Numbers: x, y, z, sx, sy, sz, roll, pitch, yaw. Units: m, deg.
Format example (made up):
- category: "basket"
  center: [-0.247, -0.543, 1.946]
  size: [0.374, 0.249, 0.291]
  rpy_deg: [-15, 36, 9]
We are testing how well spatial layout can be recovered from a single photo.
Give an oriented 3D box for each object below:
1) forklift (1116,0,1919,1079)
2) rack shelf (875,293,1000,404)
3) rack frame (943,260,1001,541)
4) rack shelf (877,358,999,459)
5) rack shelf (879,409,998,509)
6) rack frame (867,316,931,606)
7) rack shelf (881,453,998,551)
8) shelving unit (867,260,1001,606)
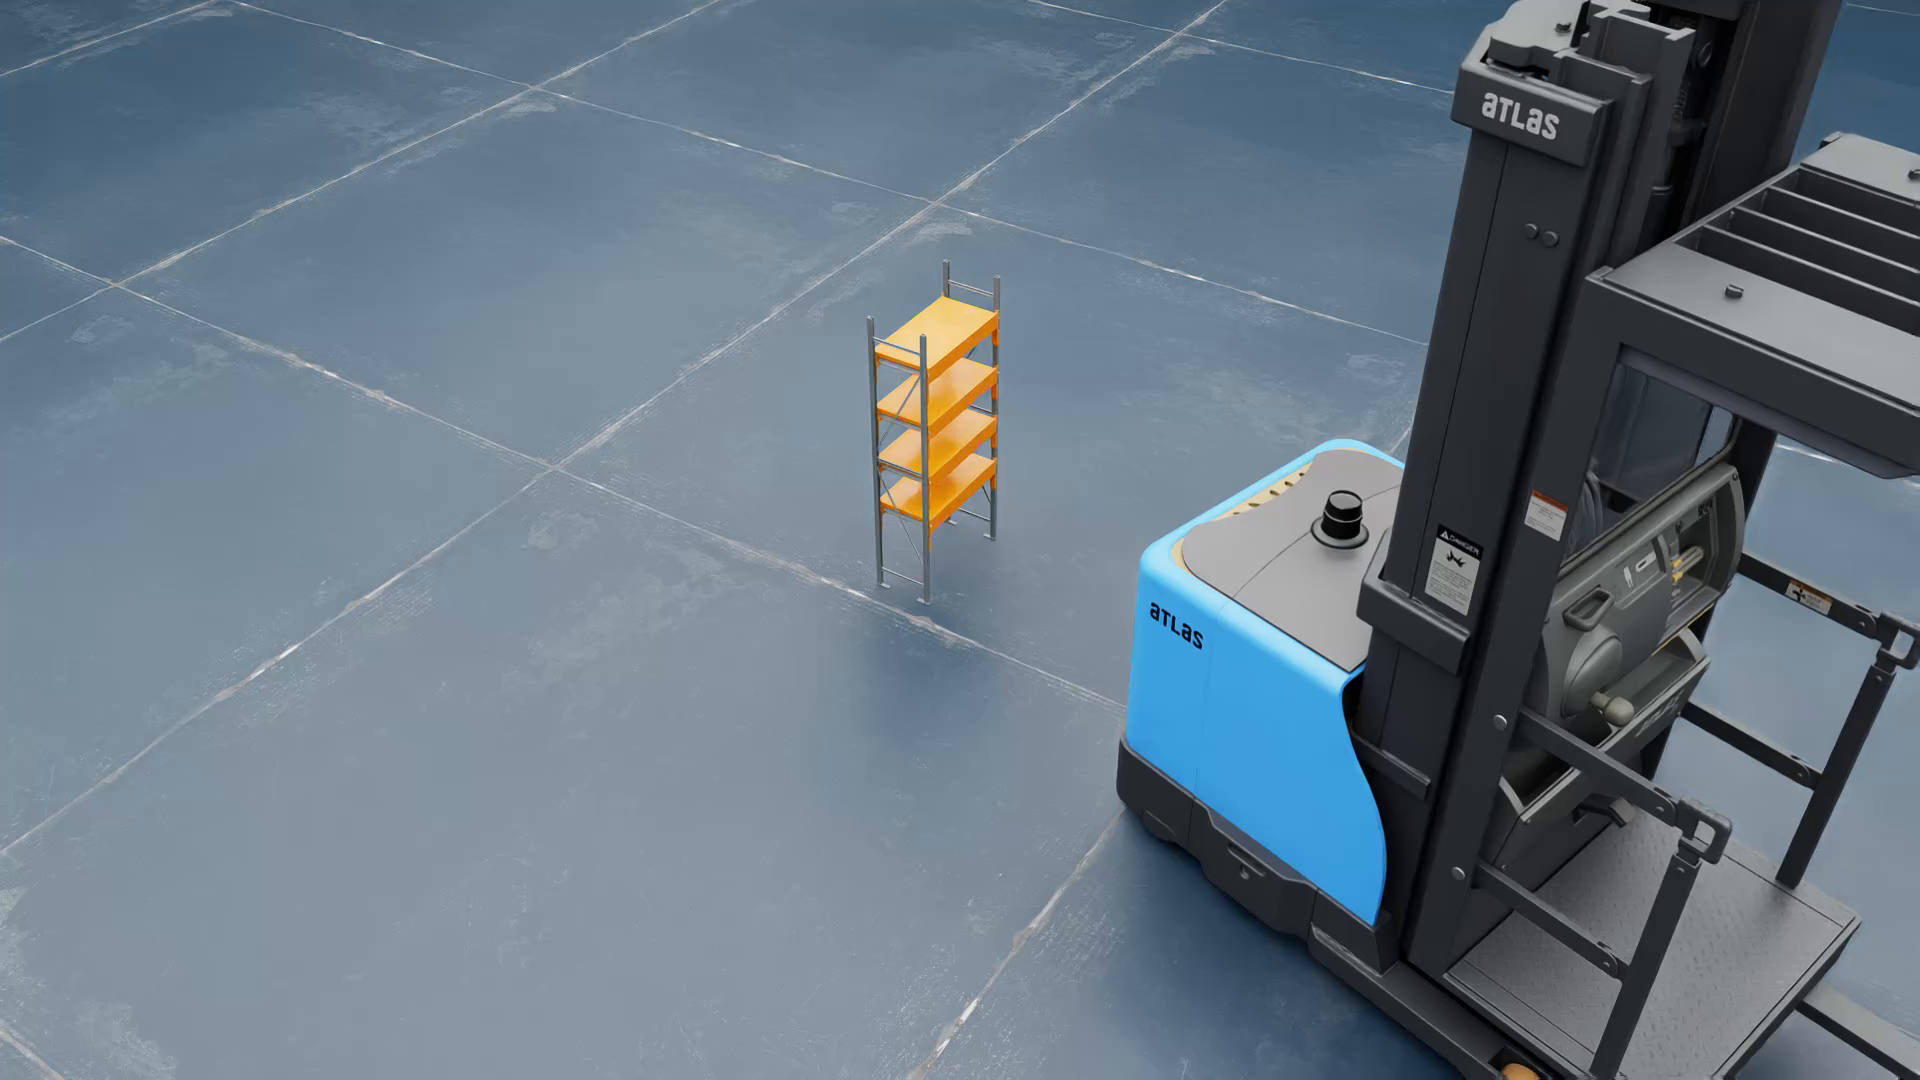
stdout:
- category: "forklift"
  center: [1.872, 0.202, 4.087]
  size: [1.130, 2.935, 3.031]
  rpy_deg: [-28, 46, -32]
- category: "rack shelf"
  center: [-0.089, -0.701, 6.033]
  size: [0.258, 0.148, 0.480]
  rpy_deg: [21, 42, 25]
- category: "rack frame"
  center: [0.042, -0.516, 6.436]
  size: [0.240, 1.200, 0.015]
  rpy_deg: [21, 42, 25]
- category: "rack shelf"
  center: [-0.089, -0.514, 6.177]
  size: [0.258, 0.148, 0.480]
  rpy_deg: [21, 42, 25]
- category: "rack shelf"
  center: [-0.089, -0.337, 6.314]
  size: [0.258, 0.148, 0.480]
  rpy_deg: [21, 42, 25]
- category: "rack frame"
  center: [-0.219, -0.264, 6.110]
  size: [0.240, 1.200, 0.015]
  rpy_deg: [21, 42, 25]
- category: "rack shelf"
  center: [-0.089, -0.179, 6.435]
  size: [0.258, 0.148, 0.480]
  rpy_deg: [21, 42, 25]
- category: "shelving unit"
  center: [-0.089, -0.390, 6.273]
  size: [0.258, 1.200, 0.503]
  rpy_deg: [21, 42, 25]
